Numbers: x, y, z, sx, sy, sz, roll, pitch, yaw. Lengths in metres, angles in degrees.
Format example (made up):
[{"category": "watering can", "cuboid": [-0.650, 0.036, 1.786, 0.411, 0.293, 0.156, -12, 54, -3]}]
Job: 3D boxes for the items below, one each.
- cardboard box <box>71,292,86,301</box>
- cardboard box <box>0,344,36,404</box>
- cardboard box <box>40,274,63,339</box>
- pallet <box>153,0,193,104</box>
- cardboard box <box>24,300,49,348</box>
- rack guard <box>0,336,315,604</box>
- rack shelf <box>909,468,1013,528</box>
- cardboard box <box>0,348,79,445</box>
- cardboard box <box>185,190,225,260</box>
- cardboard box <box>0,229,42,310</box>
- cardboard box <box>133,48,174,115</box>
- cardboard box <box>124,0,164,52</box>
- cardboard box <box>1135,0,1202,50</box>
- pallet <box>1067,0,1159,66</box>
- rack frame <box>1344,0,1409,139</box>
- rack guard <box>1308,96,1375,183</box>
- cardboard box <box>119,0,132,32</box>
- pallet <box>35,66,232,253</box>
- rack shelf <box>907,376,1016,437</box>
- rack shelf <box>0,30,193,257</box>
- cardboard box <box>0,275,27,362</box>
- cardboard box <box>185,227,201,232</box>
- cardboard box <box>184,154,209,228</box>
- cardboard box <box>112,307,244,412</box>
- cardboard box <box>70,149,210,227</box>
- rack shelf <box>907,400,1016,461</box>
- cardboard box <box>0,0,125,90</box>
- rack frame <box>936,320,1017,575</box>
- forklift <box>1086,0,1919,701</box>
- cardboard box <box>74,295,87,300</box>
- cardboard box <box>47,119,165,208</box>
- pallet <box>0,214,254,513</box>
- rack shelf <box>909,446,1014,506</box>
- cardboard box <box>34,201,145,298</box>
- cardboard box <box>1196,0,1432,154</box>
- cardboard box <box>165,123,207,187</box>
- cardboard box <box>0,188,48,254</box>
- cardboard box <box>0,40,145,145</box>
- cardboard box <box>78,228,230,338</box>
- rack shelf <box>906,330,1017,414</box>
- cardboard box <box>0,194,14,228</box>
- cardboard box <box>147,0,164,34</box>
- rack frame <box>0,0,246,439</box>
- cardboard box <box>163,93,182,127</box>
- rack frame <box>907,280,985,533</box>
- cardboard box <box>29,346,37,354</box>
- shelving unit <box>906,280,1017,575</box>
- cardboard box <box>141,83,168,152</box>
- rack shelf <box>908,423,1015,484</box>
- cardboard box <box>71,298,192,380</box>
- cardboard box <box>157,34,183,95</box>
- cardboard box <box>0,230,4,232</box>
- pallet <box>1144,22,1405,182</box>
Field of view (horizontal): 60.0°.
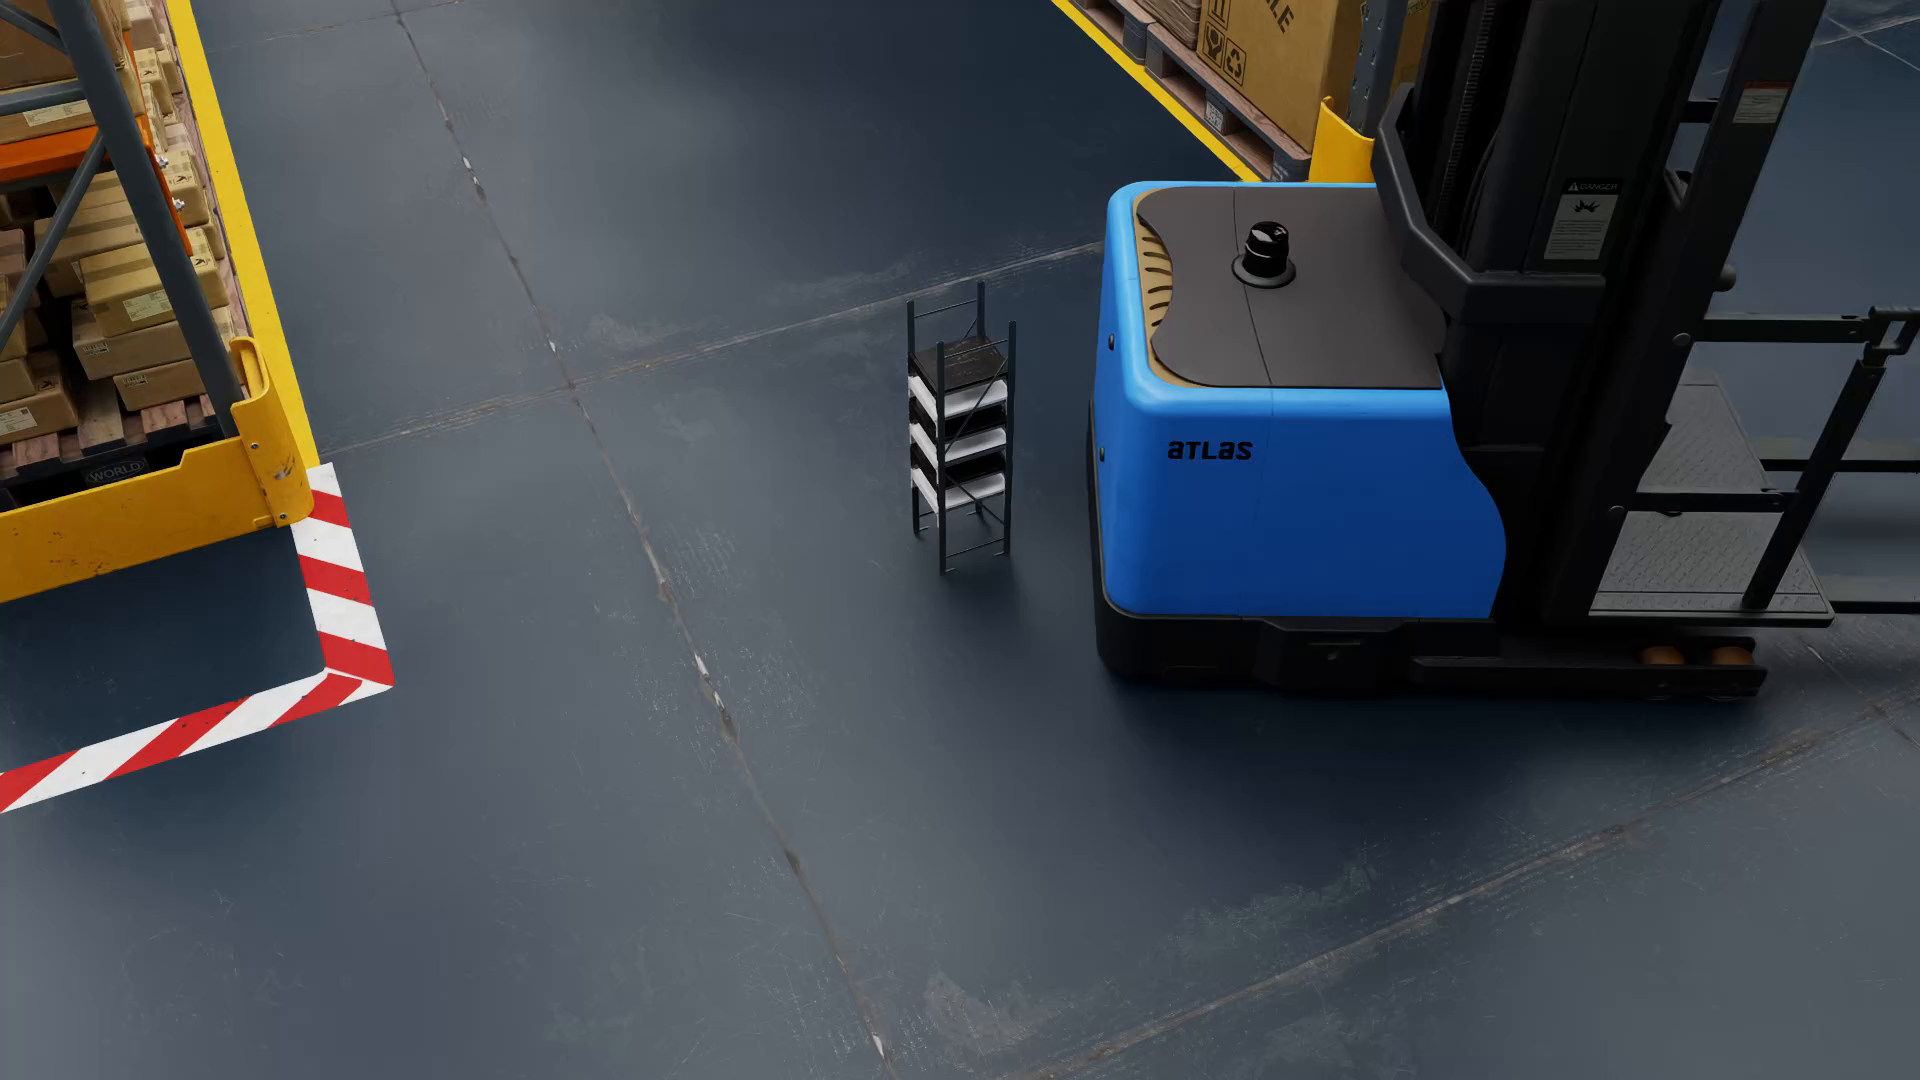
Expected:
[{"category": "cardboard box", "cuboid": [-2.854, -0.894, 5.751, 0.380, 0.149, 0.250, -18, 47, -17]}, {"category": "cardboard box", "cuboid": [-3.110, -0.524, 5.165, 0.380, 0.149, 0.250, -19, 48, -18]}, {"category": "cardboard box", "cuboid": [-3.272, -0.768, 5.623, 0.380, 0.149, 0.250, -18, 47, -18]}, {"category": "pallet", "cuboid": [-3.996, -2.170, 7.299, 1.003, 0.211, 1.213, -18, 47, -17]}, {"category": "cardboard box", "cuboid": [-3.171, -0.707, 5.350, 0.380, 0.149, 0.250, -19, 48, -18]}, {"category": "rack guard", "cuboid": [-2.661, -0.190, 5.087, 1.175, 0.500, 0.348, -18, 47, -17]}, {"category": "rack shelf", "cuboid": [0.003, -0.163, 5.079, 0.258, 0.077, 0.200, -18, 47, -17]}, {"category": "cardboard box", "cuboid": [-3.039, -0.440, 5.291, 0.380, 0.149, 0.250, -17, 47, -17]}, {"category": "cardboard box", "cuboid": [-2.862, -1.089, 5.949, 0.380, 0.149, 0.250, -17, 47, -17]}, {"category": "cardboard box", "cuboid": [-3.135, -0.818, 5.250, 0.380, 0.149, 0.250, -17, 47, -17]}, {"category": "cardboard box", "cuboid": [-3.112, -1.645, 6.089, 0.380, 0.149, 0.250, -17, 47, -17]}, {"category": "cardboard box", "cuboid": [-3.310, -1.968, 6.416, 0.380, 0.149, 0.250, -20, 48, -19]}, {"category": "cardboard box", "cuboid": [1.190, -2.789, 7.155, 0.875, 0.875, 0.875, -18, 47, -17]}, {"category": "pallet", "cuboid": [0.998, -2.702, 7.838, 1.003, 0.211, 1.213, -18, 47, -17]}, {"category": "rack frame", "cuboid": [1.914, -2.432, 5.579, 1.000, 3.000, 0.127, -18, 47, -17]}, {"category": "rack guard", "cuboid": [1.924, -1.527, 6.442, 1.175, 0.500, 0.348, -18, 47, -17]}, {"category": "cardboard box", "cuboid": [-2.677, -1.583, 4.897, 0.380, 0.149, 0.250, -19, 48, -19]}, {"category": "pallet", "cuboid": [-3.479, -1.392, 6.510, 1.003, 0.211, 1.213, -18, 47, -17]}, {"category": "rack shelf", "cuboid": [0.003, -0.420, 4.826, 0.258, 0.077, 0.200, -18, 47, -17]}, {"category": "rack shelf", "cuboid": [-3.470, -2.050, 5.704, 1.077, 0.370, 4.000, -18, 47, -17]}, {"category": "cardboard box", "cuboid": [-3.081, -0.641, 5.071, 0.380, 0.149, 0.250, -18, 47, -17]}, {"category": "cardboard box", "cuboid": [-2.680, -0.873, 5.518, 0.380, 0.149, 0.250, -18, 47, -18]}, {"category": "cardboard box", "cuboid": [-2.873, -1.198, 5.848, 0.380, 0.149, 0.250, -17, 47, -16]}, {"category": "cardboard box", "cuboid": [-2.559, -0.595, 5.448, 0.380, 0.149, 0.250, -17, 47, -17]}, {"category": "cardboard box", "cuboid": [-2.756, -1.151, 5.588, 0.380, 0.149, 0.250, -18, 47, -18]}, {"category": "rack shelf", "cuboid": [0.003, -0.355, 4.889, 0.258, 0.077, 0.200, -18, 47, -17]}, {"category": "cardboard box", "cuboid": [-2.567, -1.541, 4.393, 0.500, 0.500, 0.500, -16, 47, -16]}, {"category": "rack frame", "cuboid": [0.046, -0.250, 4.863, 0.240, 0.900, 0.006, -18, 47, -17]}, {"category": "forklift", "cuboid": [1.919, -0.960, 4.136, 3.031, 2.935, 1.130, 1, 45, 1]}, {"category": "cardboard box", "cuboid": [-2.743, -0.737, 5.592, 0.380, 0.149, 0.250, -18, 47, -18]}, {"category": "cardboard box", "cuboid": [-2.935, -1.284, 5.723, 0.380, 0.149, 0.250, -20, 48, -19]}, {"category": "pallet", "cuboid": [-2.970, -0.616, 5.724, 1.003, 0.211, 1.213, -18, 47, -17]}, {"category": "rack shelf", "cuboid": [0.003, -0.227, 5.015, 0.258, 0.077, 0.200, -18, 47, -17]}, {"category": "cardboard box", "cuboid": [-2.766, -0.952, 5.387, 0.380, 0.149, 0.250, -17, 47, -17]}, {"category": "cardboard box", "cuboid": [1.572, -2.209, 6.567, 0.875, 0.875, 0.875, -18, 47, -17]}, {"category": "cardboard box", "cuboid": [-3.081, -1.408, 6.272, 0.380, 0.149, 0.250, -20, 48, -19]}, {"category": "cardboard box", "cuboid": [-3.349, -1.057, 5.704, 0.380, 0.149, 0.250, -19, 48, -18]}, {"category": "cardboard box", "cuboid": [-2.468, -1.245, 4.555, 0.380, 0.149, 0.250, -18, 48, -18]}, {"category": "cardboard box", "cuboid": [-2.541, -0.812, 5.245, 0.380, 0.149, 0.250, -20, 48, -19]}, {"category": "rack shelf", "cuboid": [0.003, -0.484, 4.762, 0.258, 0.077, 0.200, -18, 47, -17]}, {"category": "cardboard box", "cuboid": [-3.410, -1.129, 5.566, 0.380, 0.149, 0.250, -20, 48, -19]}, {"category": "cardboard box", "cuboid": [-3.634, -2.226, 7.102, 0.380, 0.149, 0.250, -20, 48, -19]}, {"category": "rack frame", "cuboid": [-2.629, -1.032, 4.160, 1.000, 3.000, 0.127, -18, 47, -17]}, {"category": "cardboard box", "cuboid": [-3.221, -1.577, 6.443, 0.380, 0.149, 0.250, -18, 47, -17]}, {"category": "rack frame", "cuboid": [-0.039, -0.380, 4.994, 0.240, 0.900, 0.006, -18, 47, -17]}, {"category": "cardboard box", "cuboid": [-3.239, -0.574, 5.427, 0.380, 0.149, 0.250, -17, 47, -16]}, {"category": "shelving unit", "cuboid": [0.003, -0.315, 4.929, 0.258, 0.900, 0.210, -18, 47, -17]}, {"category": "cardboard box", "cuboid": [-3.043, -1.464, 5.905, 0.380, 0.149, 0.250, -16, 47, -16]}, {"category": "rack shelf", "cuboid": [0.003, -0.291, 4.952, 0.258, 0.077, 0.200, -18, 47, -17]}, {"category": "cardboard box", "cuboid": [-2.616, -0.682, 5.324, 0.380, 0.149, 0.250, -16, 47, -16]}, {"category": "cardboard box", "cuboid": [-3.401, -1.906, 6.777, 0.380, 0.149, 0.250, -18, 47, -17]}, {"category": "cardboard box", "cuboid": [-3.330, -0.855, 5.500, 0.380, 0.149, 0.250, -20, 48, -19]}, {"category": "pallet", "cuboid": [1.507, -1.926, 7.051, 1.003, 0.211, 1.213, -18, 47, -17]}]
